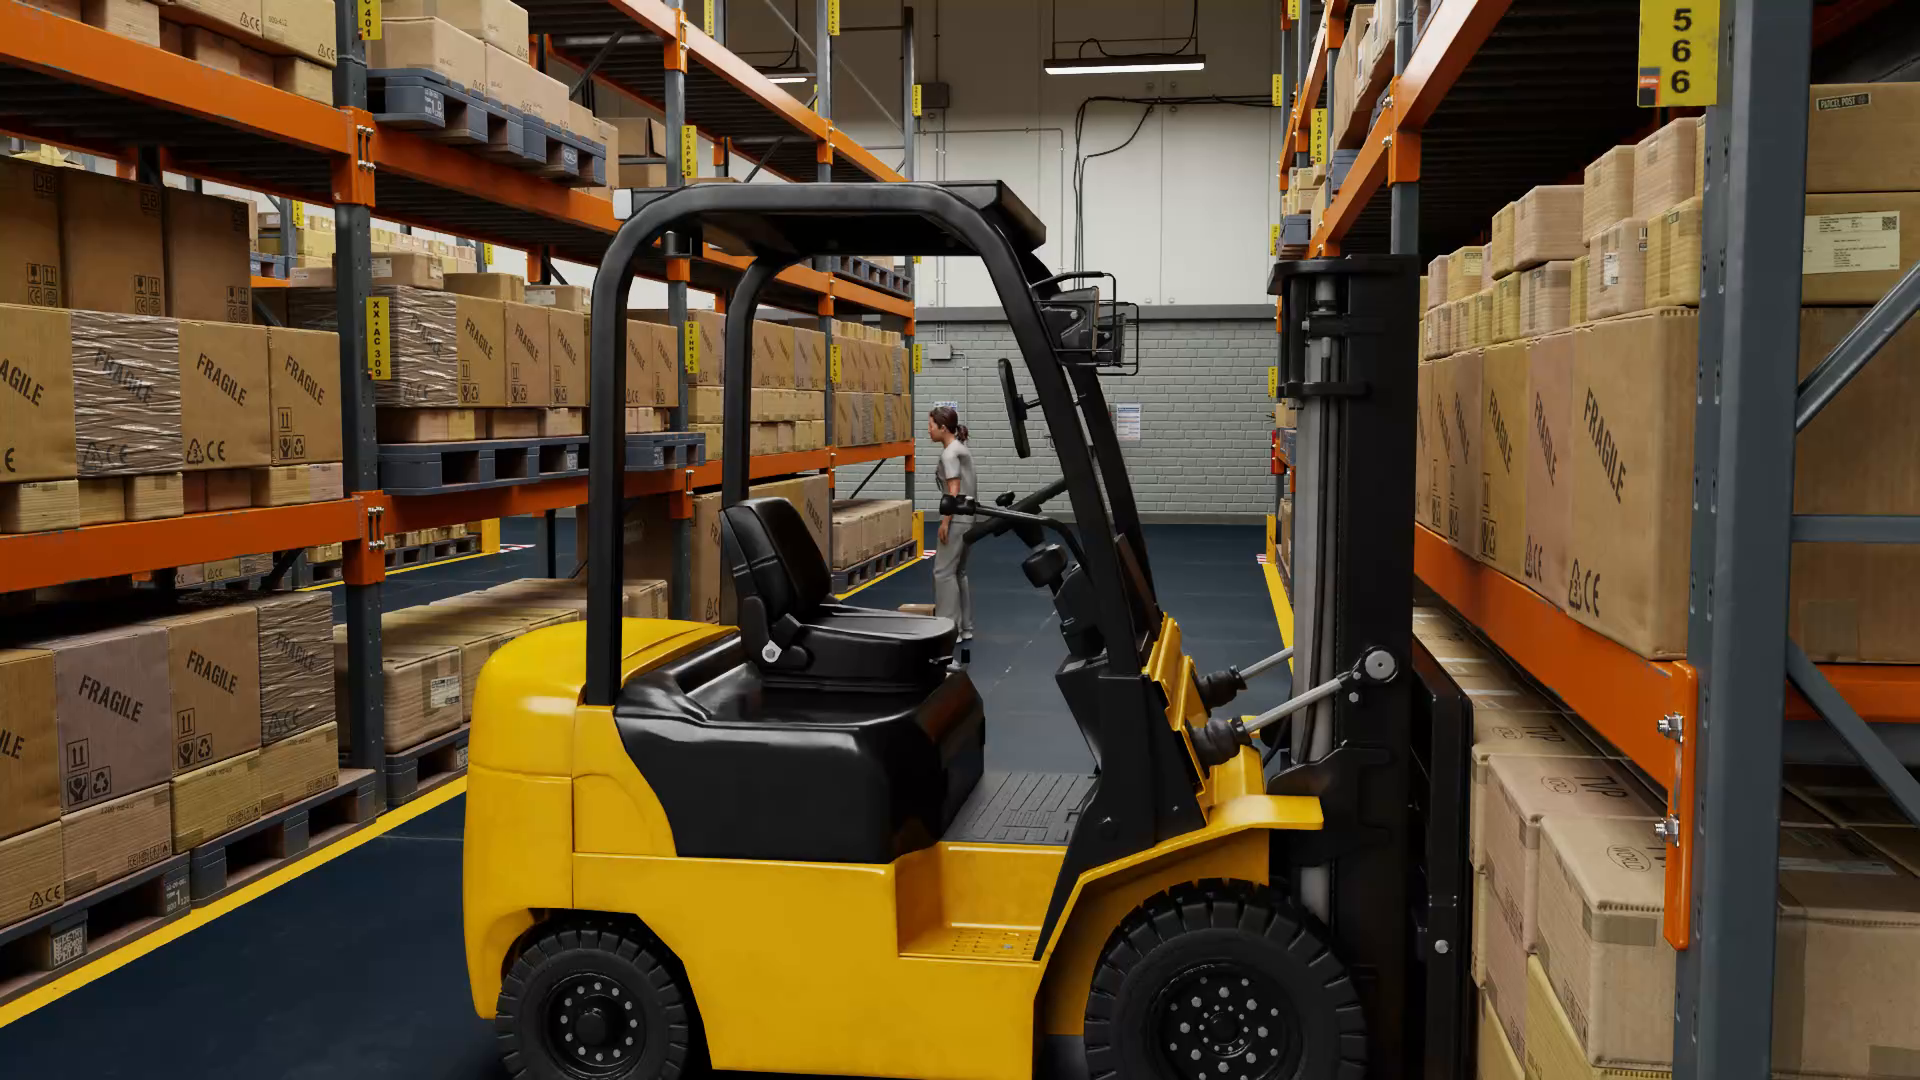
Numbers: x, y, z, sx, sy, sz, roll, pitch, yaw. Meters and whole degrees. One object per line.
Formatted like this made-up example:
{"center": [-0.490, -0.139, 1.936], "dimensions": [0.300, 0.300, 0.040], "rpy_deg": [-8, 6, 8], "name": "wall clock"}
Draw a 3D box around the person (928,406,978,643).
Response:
{"center": [-0.080, -0.111, 11.762], "dimensions": [0.405, 1.672, 0.498], "rpy_deg": [1, 5, 8], "name": "person"}
